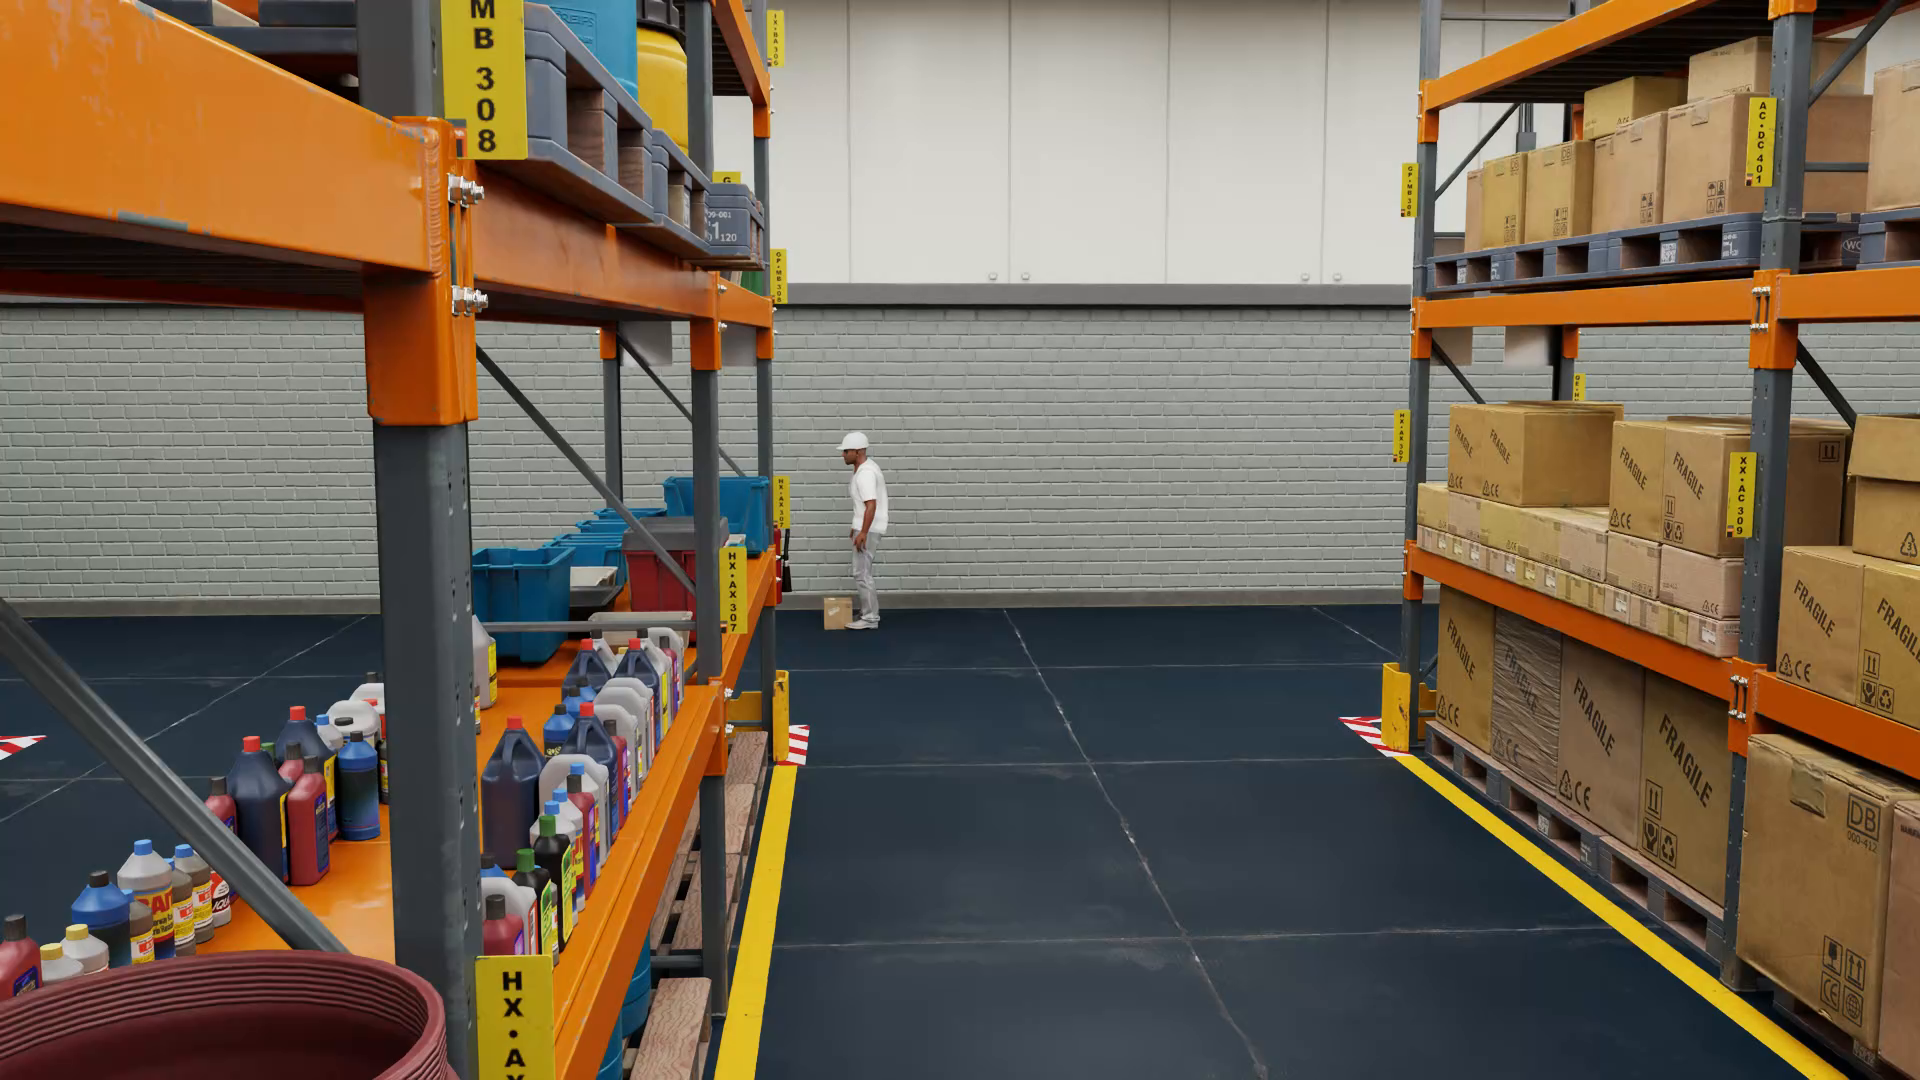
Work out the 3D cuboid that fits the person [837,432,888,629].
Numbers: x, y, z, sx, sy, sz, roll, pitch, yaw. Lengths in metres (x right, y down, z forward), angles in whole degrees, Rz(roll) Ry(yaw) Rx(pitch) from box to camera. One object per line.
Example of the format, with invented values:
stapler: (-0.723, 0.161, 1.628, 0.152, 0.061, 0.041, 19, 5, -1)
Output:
person: (-0.874, -0.089, 14.906, 0.454, 1.761, 0.636, -1, 7, -7)
